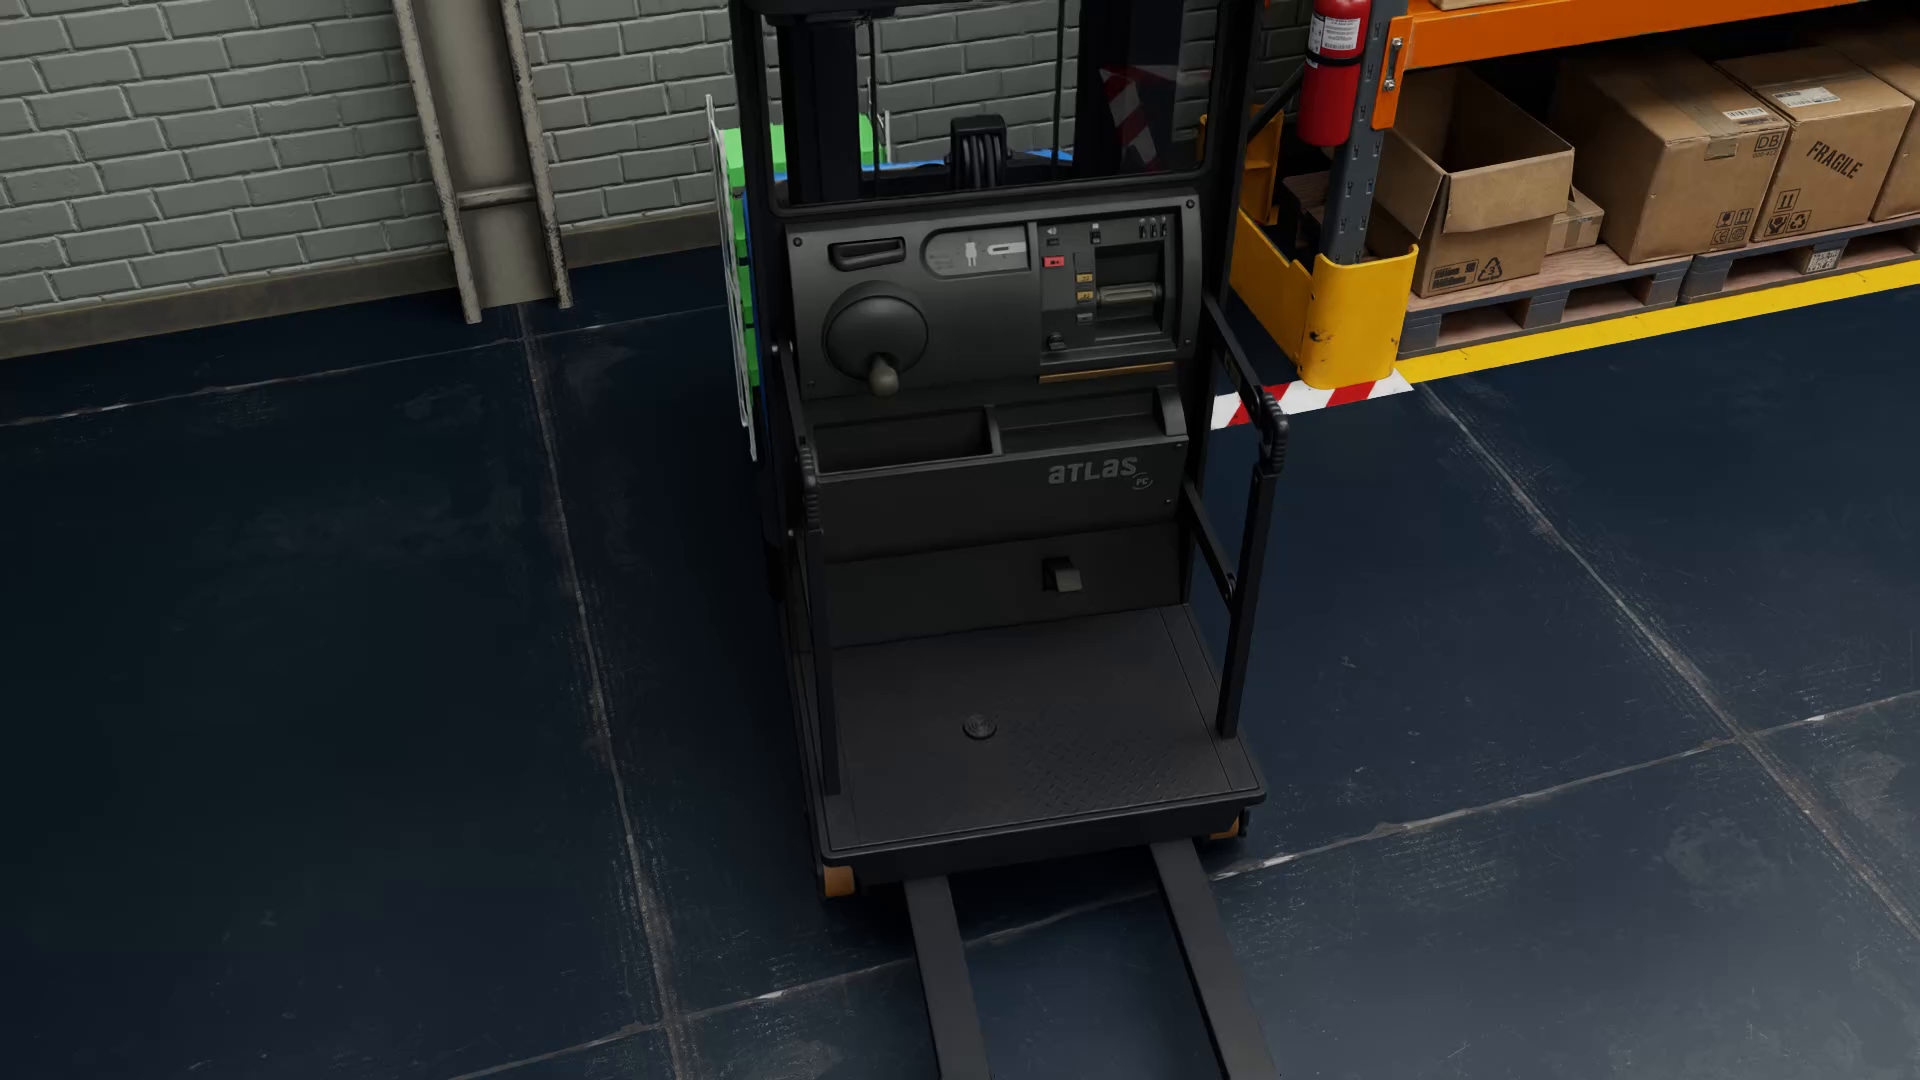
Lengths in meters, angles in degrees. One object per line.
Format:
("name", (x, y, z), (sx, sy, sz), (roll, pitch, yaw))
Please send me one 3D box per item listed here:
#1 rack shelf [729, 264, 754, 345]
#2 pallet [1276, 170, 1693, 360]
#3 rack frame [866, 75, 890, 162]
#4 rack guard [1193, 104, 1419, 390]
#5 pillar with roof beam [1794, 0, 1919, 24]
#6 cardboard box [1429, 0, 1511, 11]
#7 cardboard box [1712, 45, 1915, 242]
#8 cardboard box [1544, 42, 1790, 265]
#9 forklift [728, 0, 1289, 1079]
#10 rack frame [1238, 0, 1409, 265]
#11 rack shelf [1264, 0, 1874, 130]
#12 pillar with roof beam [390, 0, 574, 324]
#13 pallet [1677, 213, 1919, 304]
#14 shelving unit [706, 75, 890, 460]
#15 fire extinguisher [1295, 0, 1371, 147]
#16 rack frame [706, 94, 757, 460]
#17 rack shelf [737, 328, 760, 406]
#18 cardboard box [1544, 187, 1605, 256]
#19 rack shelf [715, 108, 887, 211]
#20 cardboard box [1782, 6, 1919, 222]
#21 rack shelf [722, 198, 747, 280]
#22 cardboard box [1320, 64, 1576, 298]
("rack shelf", (-0.482, -0.791, 5.340), (0.480, 0.148, 0.258), (-10, 42, -12))
("pallet", (1.987, -1.156, 6.413), (1.213, 0.211, 1.003), (-12, 42, -13))
("rack frame", (-0.247, -0.882, 5.347), (0.015, 1.200, 0.240), (-10, 42, -12))
("rack guard", (1.227, -1.106, 6.136), (0.348, 0.500, 1.175), (-12, 42, -13))
("pillar with roof beam", (5.328, -2.809, 1.625), (0.400, 9.000, 9.100), (-12, 42, -13))
("cardboard box", (1.550, -1.831, 5.257), (0.250, 0.149, 0.380), (-12, 43, -13))
("cardboard box", (3.128, -1.497, 6.264), (0.500, 0.500, 0.500), (-11, 42, -12))
("cardboard box", (2.593, -1.455, 6.217), (0.500, 0.500, 0.700), (-10, 42, -11))
("forklift", (0.127, -0.467, 3.556), (1.130, 2.935, 3.031), (-7, 42, -8))
("rack frame", (1.155, -2.033, 5.297), (0.127, 3.000, 1.000), (-12, 42, -13))
("rack shelf", (3.062, -2.157, 5.986), (4.000, 0.370, 1.077), (-12, 42, -13))
("pillar with roof beam", (-0.395, -1.623, 0.268), (0.400, 9.000, 9.100), (-12, 42, -13))
("pallet", (3.149, -1.394, 6.686), (1.213, 0.211, 1.003), (-12, 42, -13))
("shelving unit", (-0.482, -0.839, 5.298), (0.503, 1.200, 0.258), (-10, 42, -12))
("fire extinguisher", (1.153, -1.544, 5.080), (0.183, 0.674, 0.296), (-12, 42, -13))
("rack frame", (-0.717, -0.796, 5.249), (0.015, 1.200, 0.240), (-10, 42, -12))
("rack shelf", (-0.482, -0.610, 5.498), (0.480, 0.148, 0.258), (-10, 42, -12))
("cardboard box", (2.183, -1.238, 6.235), (0.250, 0.149, 0.380), (-13, 43, -15))
("rack shelf", (-0.482, -1.152, 5.025), (0.480, 0.148, 0.258), (-10, 42, -12))
("cardboard box", (3.584, -1.661, 6.452), (0.500, 0.500, 0.700), (-13, 43, -15))
("rack shelf", (-0.482, -0.972, 5.182), (0.480, 0.148, 0.258), (-10, 42, -12))
("cardboard box", (1.766, -1.312, 6.050), (0.637, 0.503, 0.797), (-13, 43, -15))
